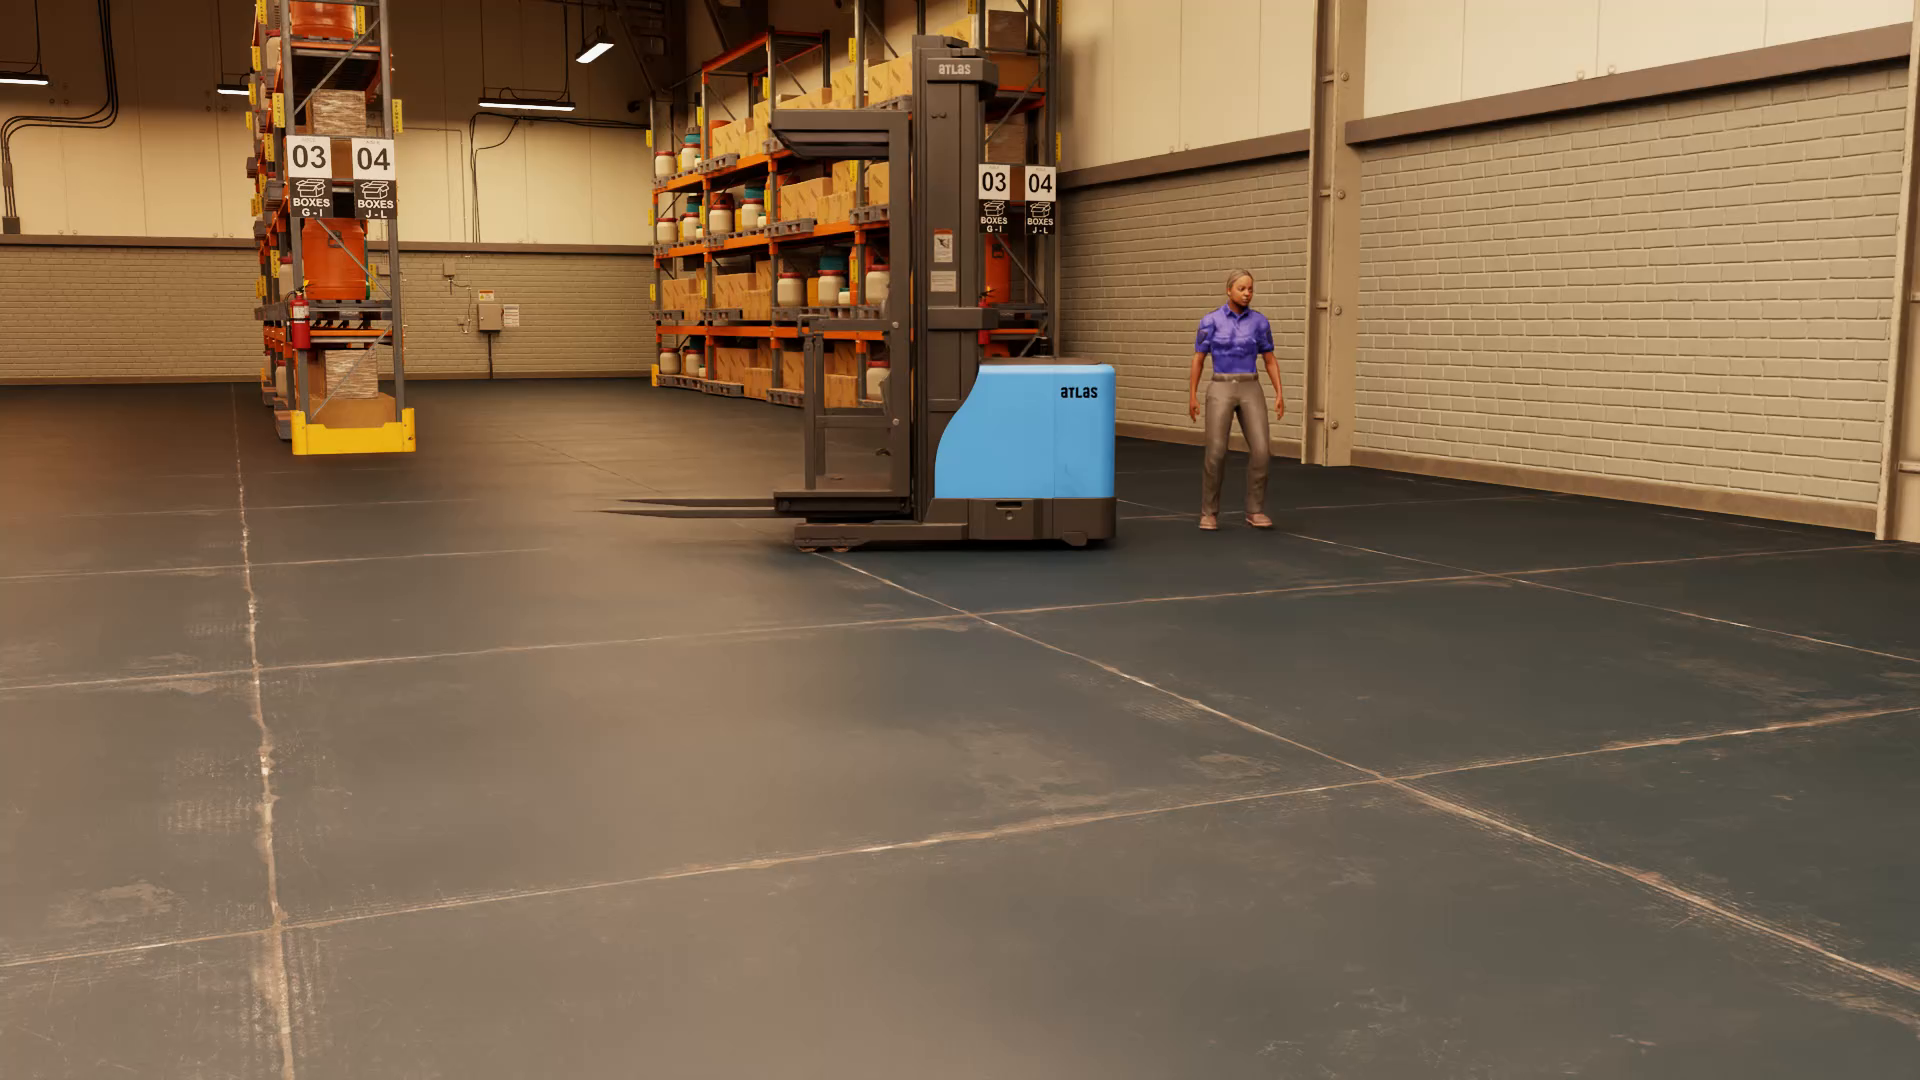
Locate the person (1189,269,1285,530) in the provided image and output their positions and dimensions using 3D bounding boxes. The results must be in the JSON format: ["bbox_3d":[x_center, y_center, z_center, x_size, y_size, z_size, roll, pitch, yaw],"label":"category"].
[{"bbox_3d":[1.774,-0.897,10.646,0.603,1.653,0.376,0,8,-3],"label":"person"}]

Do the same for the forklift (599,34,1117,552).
[{"bbox_3d":[-0.610,-1.451,9.948,3.031,2.935,1.130,0,8,-1],"label":"forklift"}]
